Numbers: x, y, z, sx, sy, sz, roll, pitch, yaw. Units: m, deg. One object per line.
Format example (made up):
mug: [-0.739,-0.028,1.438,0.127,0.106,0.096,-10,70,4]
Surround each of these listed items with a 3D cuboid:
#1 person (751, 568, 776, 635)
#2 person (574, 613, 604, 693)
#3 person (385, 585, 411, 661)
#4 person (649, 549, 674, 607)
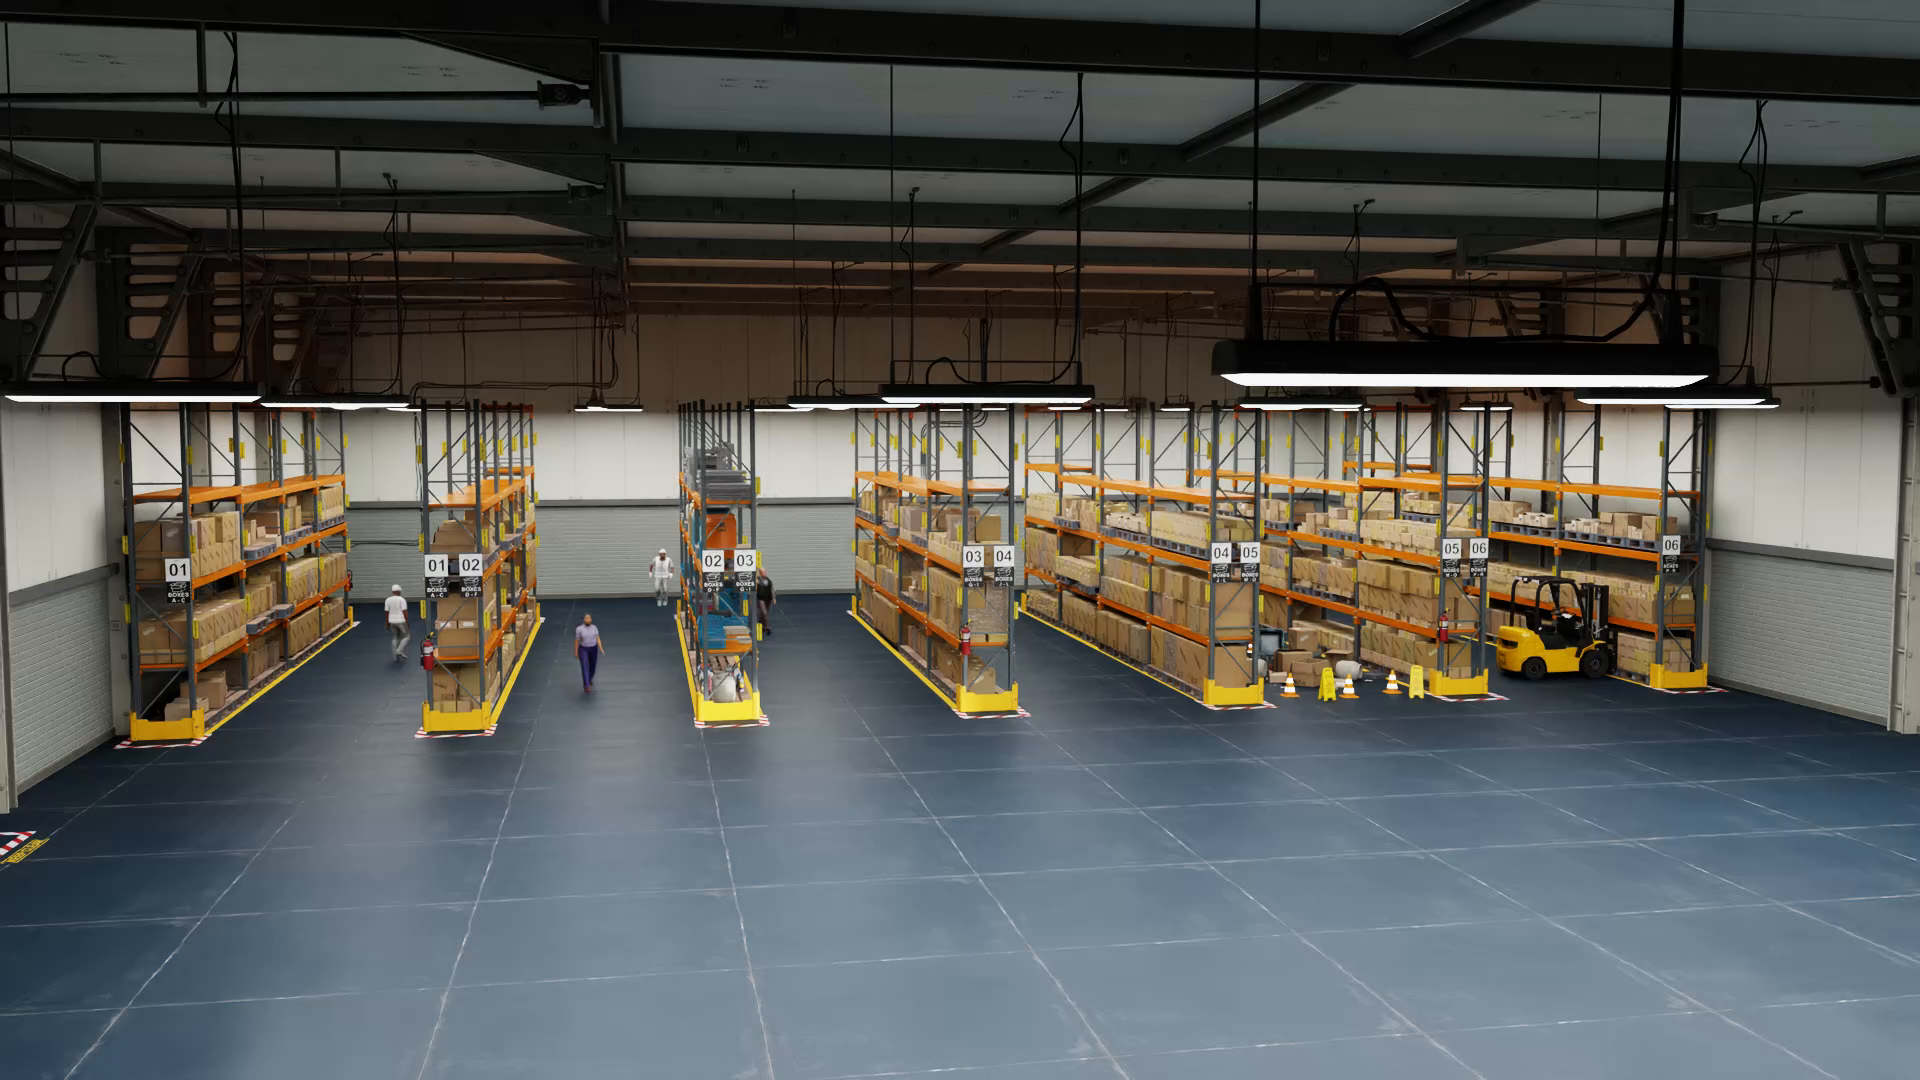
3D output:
person: [-5.081,1.589,43.472,0.595,1.692,0.935,-4,6,-40]
person: [-7.694,2.306,34.443,0.570,1.592,1.016,-2,5,-25]
person: [-13.084,1.928,38.658,0.609,1.769,0.489,1,4,16]
person: [-8.906,1.133,49.638,0.749,1.764,0.735,0,4,-7]
